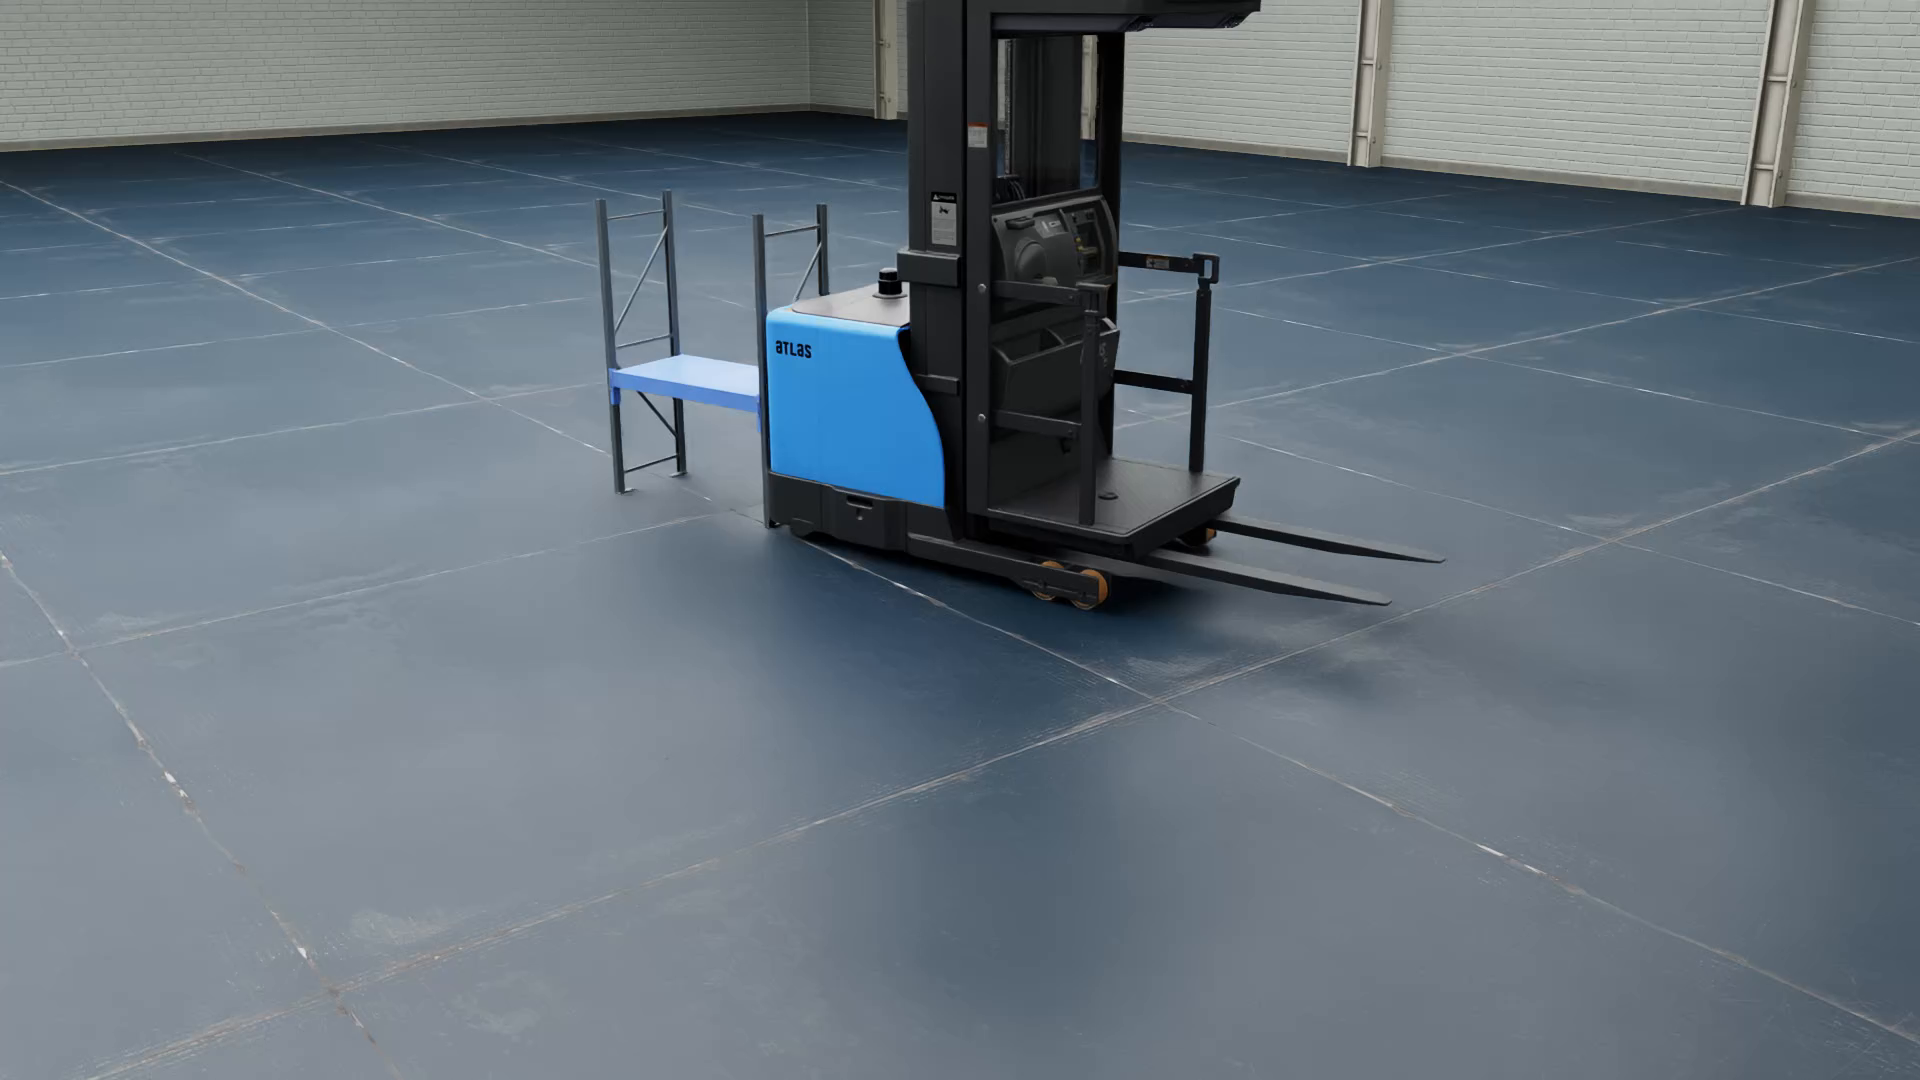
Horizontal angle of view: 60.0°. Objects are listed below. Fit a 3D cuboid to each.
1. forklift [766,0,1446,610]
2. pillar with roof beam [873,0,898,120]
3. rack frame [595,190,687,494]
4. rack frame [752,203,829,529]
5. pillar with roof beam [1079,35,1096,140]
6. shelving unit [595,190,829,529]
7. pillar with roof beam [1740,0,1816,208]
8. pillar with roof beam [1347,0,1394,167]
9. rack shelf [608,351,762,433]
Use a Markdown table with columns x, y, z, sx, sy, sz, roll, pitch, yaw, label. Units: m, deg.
| x | y | z | sx | sy | sz | roll | pitch | yaw | label |
| --- | --- | --- | --- | --- | --- | --- | --- | --- | --- |
| 0.590 | -1.289 | 7.092 | 3.031 | 2.935 | 1.130 | 12 | 22 | 33 | forklift |
| -4.858 | -11.914 | 29.526 | 9.100 | 9.000 | 0.400 | -14 | 23 | -36 | pillar with roof beam |
| -1.627 | -1.013 | 8.537 | 0.032 | 1.500 | 0.500 | 12 | 22 | 33 | rack frame |
| -0.791 | -0.831 | 7.988 | 0.032 | 1.500 | 0.500 | 12 | 22 | 33 | rack frame |
| -1.133 | -10.435 | 25.062 | 9.100 | 9.000 | 0.400 | -14 | 23 | -36 | pillar with roof beam |
| -1.209 | -0.922 | 8.262 | 1.048 | 1.500 | 0.538 | 12 | 22 | 33 | shelving unit |
| 6.318 | -7.478 | 16.132 | 9.100 | 9.000 | 0.400 | -14 | 23 | -36 | pillar with roof beam |
| 2.592 | -8.957 | 20.597 | 9.100 | 9.000 | 0.400 | -14 | 23 | -36 | pillar with roof beam |
| -1.209 | -0.752 | 8.319 | 1.000 | 0.185 | 0.538 | 12 | 22 | 33 | rack shelf |
